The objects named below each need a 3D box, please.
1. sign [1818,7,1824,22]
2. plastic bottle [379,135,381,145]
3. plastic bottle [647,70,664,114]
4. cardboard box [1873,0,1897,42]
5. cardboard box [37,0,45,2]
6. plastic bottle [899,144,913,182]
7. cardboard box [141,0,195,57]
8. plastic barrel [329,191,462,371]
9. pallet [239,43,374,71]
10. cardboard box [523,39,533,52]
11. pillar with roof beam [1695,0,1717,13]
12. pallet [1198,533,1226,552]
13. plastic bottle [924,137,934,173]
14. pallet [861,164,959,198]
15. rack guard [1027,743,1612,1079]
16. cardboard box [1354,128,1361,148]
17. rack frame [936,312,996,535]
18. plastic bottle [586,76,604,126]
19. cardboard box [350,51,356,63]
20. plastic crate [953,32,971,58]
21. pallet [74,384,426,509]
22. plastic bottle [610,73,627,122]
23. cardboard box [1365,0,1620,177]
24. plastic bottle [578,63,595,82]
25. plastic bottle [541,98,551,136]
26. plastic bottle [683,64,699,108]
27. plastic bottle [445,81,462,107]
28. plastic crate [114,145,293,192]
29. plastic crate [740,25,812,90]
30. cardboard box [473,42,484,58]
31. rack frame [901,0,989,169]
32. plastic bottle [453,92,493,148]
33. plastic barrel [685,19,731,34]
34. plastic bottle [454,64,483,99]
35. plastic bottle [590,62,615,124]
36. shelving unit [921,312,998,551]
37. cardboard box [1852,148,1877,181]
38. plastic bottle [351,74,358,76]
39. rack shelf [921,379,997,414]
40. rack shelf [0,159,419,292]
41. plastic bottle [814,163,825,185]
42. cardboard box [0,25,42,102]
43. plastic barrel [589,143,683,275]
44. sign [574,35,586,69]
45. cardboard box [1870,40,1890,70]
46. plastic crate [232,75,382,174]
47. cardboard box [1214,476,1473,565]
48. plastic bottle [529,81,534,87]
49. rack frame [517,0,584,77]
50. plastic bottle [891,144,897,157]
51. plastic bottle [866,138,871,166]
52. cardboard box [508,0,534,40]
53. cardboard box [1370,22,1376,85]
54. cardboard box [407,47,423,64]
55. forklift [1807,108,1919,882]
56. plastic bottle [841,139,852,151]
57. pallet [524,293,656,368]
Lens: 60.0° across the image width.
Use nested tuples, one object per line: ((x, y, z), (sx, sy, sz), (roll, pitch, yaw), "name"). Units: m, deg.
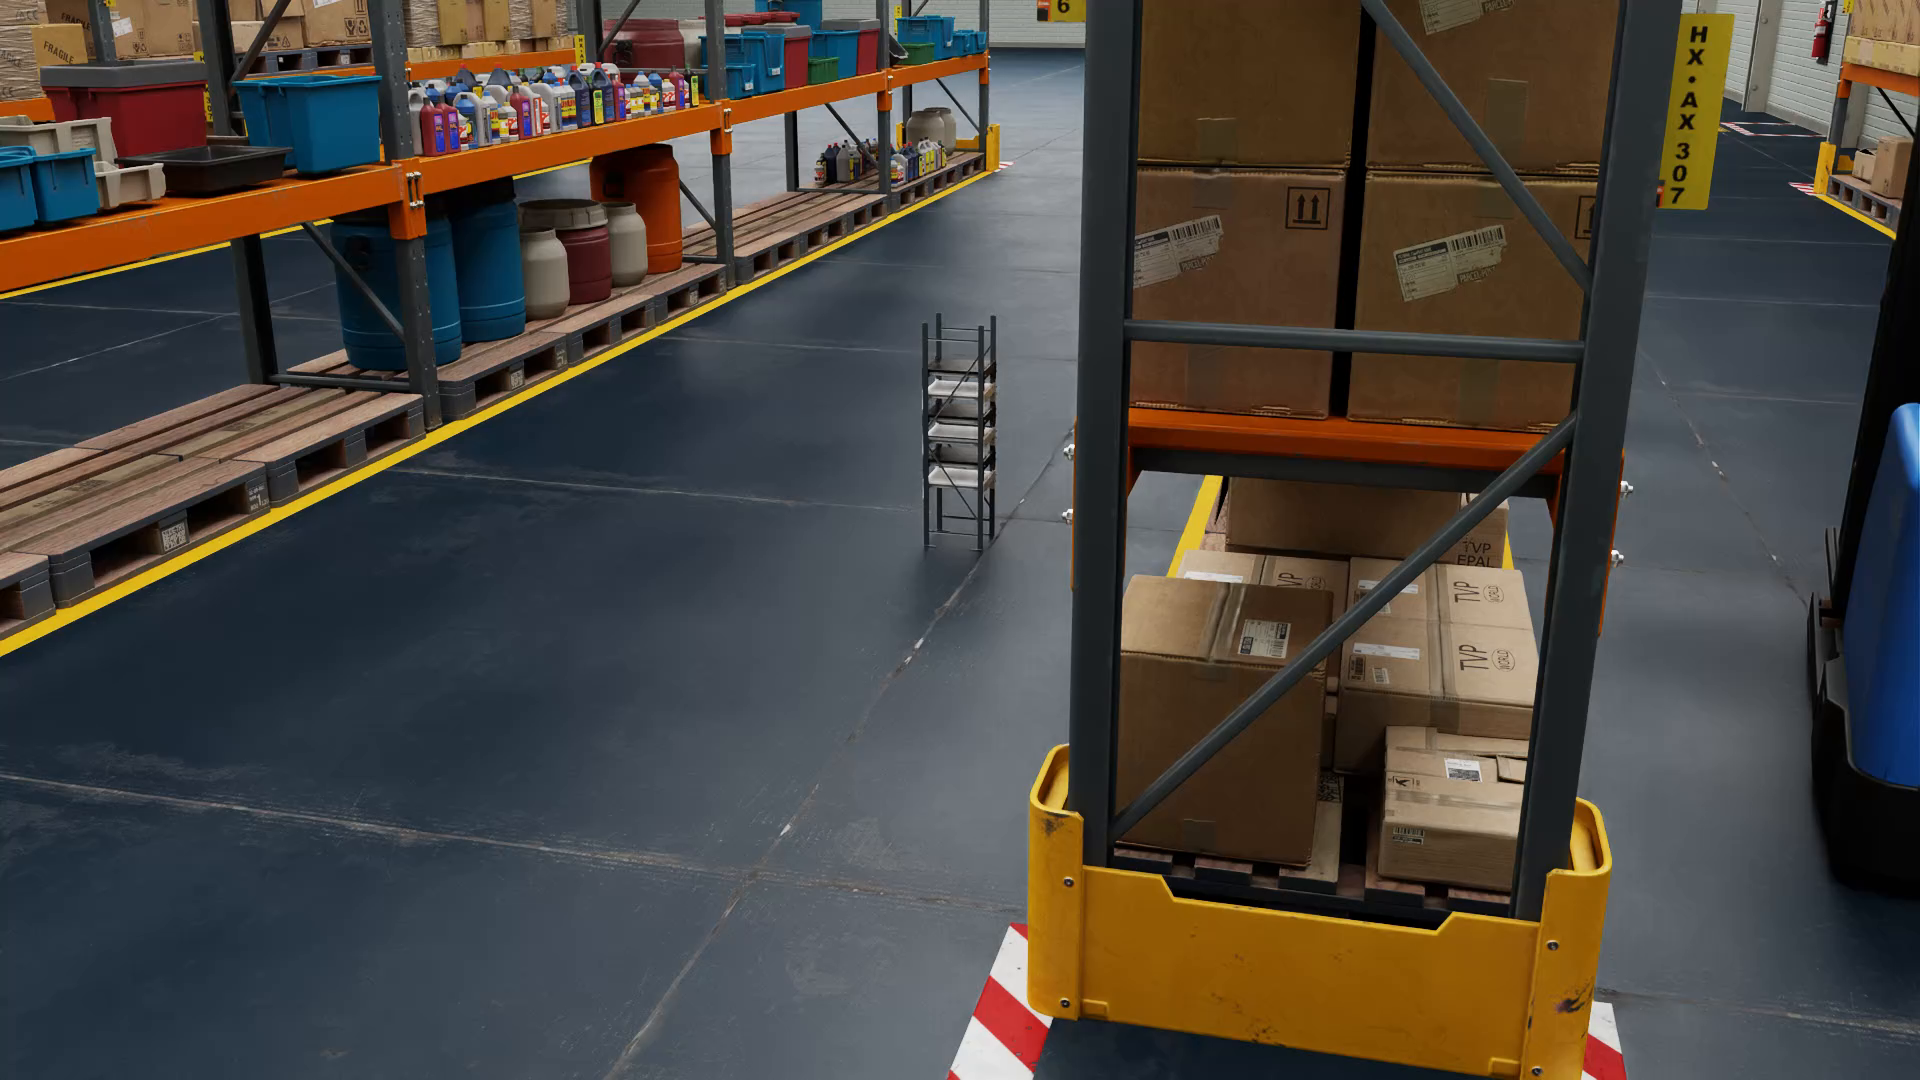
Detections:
((12.449, -7.538, 24.060), (0.001, 0.329, 0.234), (5, 19, 13), "sign")
((-3.102, -2.178, 8.731), (0.097, 0.201, 0.097), (0, 19, 0), "plastic bottle")
((-1.957, -2.877, 10.668), (0.097, 0.271, 0.097), (0, 19, 0), "plastic bottle")
((8.768, -4.843, 15.267), (0.500, 0.500, 0.500), (4, 19, 12), "cardboard box")
((-10.588, -6.211, 18.328), (0.875, 0.550, 0.550), (5, 19, 13), "cardboard box")
((-0.545, -3.695, 16.282), (0.144, 0.351, 0.185), (5, 20, 15), "plastic bottle")
((-6.793, -4.259, 13.711), (0.700, 0.500, 0.500), (8, 20, 21), "cardboard box")
((-2.950, -1.387, 8.705), (0.600, 0.901, 0.708), (5, 19, 13), "plastic barrel")
((-6.276, -4.592, 15.788), (1.003, 0.211, 1.213), (5, 19, 13), "pallet")
((-5.090, -5.627, 18.911), (0.380, 0.149, 0.250), (5, 19, 13), "cardboard box")
((10.330, -13.524, 32.361), (9.100, 9.000, 0.400), (5, 19, 13), "pillar with roof beam")
((1.238, 0.298, 5.488), (1.003, 0.211, 1.213), (5, 19, 13), "pallet")
((-0.350, -3.945, 17.016), (0.144, 0.351, 0.185), (5, 20, 16), "plastic bottle")
((-0.644, -3.791, 17.460), (1.003, 0.211, 1.213), (5, 19, 13), "pallet")
((0.744, 0.793, 3.593), (1.175, 0.500, 0.348), (5, 19, 13), "rack guard")
((0.694, -0.738, 4.054), (0.500, 0.500, 0.500), (5, 19, 14), "cardboard box")
((0.023, -0.455, 6.628), (0.240, 0.900, 0.006), (5, 19, 13), "rack frame")
((-2.164, -2.592, 9.817), (0.061, 0.283, 0.133), (5, 19, 13), "plastic bottle")
((-6.180, -4.883, 16.731), (0.380, 0.149, 0.250), (5, 19, 13), "cardboard box")
((-0.164, -5.320, 17.851), (0.499, 0.251, 0.408), (5, 19, 13), "plastic crate")
((-3.242, -0.459, 7.706), (1.003, 0.211, 1.213), (5, 19, 13), "pallet")
((-2.087, -2.692, 10.109), (0.061, 0.283, 0.133), (5, 19, 13), "plastic bottle")
((1.090, -1.005, 3.288), (0.500, 0.500, 0.500), (5, 20, 15), "cardboard box")
((-2.541, -3.097, 11.307), (0.152, 0.276, 0.135), (5, 19, 13), "plastic bottle")
((-2.336, -2.358, 9.257), (0.097, 0.201, 0.097), (0, 19, 0), "plastic bottle")
((-1.807, -3.050, 11.158), (0.061, 0.283, 0.133), (5, 19, 13), "plastic bottle")
((-2.889, -2.484, 9.518), (0.097, 0.271, 0.097), (0, 19, 0), "plastic bottle")
((-3.113, -1.539, 6.884), (0.437, 0.125, 0.590), (5, 19, 13), "plastic crate")
((-1.431, -3.779, 13.011), (0.402, 0.464, 0.583), (5, 19, 13), "plastic crate")
((-5.322, -5.230, 17.746), (0.380, 0.149, 0.250), (5, 19, 13), "cardboard box")
((-0.168, -5.774, 18.950), (1.000, 3.000, 0.127), (5, 19, 13), "rack frame")
((-2.528, -2.183, 8.631), (0.152, 0.276, 0.135), (5, 19, 13), "plastic bottle")
((-1.975, -3.790, 12.971), (0.421, 0.512, 0.421), (0, 19, 0), "plastic barrel")
((-2.923, -2.648, 9.877), (0.144, 0.351, 0.185), (5, 19, 13), "plastic bottle")
((-2.166, -2.678, 9.962), (0.144, 0.351, 0.185), (5, 19, 13), "plastic bottle")
((-0.002, -0.423, 6.535), (0.258, 0.900, 0.210), (5, 19, 13), "shelving unit")
((9.183, -3.717, 16.409), (0.500, 0.311, 0.500), (2, 19, 7), "cardboard box")
((-3.192, -2.303, 8.866), (0.144, 0.351, 0.185), (5, 19, 13), "plastic bottle")
((-0.002, -0.562, 6.487), (0.258, 0.077, 0.200), (5, 19, 13), "rack shelf")
((-3.588, -1.045, 6.220), (1.077, 0.370, 4.000), (5, 19, 13), "rack shelf")
((-1.359, -3.542, 16.066), (0.097, 0.201, 0.097), (0, 19, 0), "plastic bottle")
((-6.933, -3.375, 11.772), (0.500, 0.500, 0.500), (4, 19, 13), "cardboard box")
((-2.225, -2.283, 11.439), (0.600, 0.830, 0.708), (5, 19, 13), "plastic barrel")
((-2.657, -3.385, 11.704), (0.100, 0.325, 0.005), (5, 19, 13), "sign")
((8.769, -4.479, 15.360), (0.500, 0.250, 0.500), (4, 19, 13), "cardboard box")
((-2.883, -1.860, 7.424), (0.392, 0.384, 0.575), (5, 19, 13), "plastic crate")
((1.249, -0.058, 5.397), (0.797, 0.503, 0.637), (5, 19, 13), "cardboard box")
((-2.742, -2.841, 10.672), (0.097, 0.201, 0.097), (0, 19, 0), "plastic bottle")
((-4.971, -6.165, 20.096), (1.000, 3.000, 0.127), (5, 19, 13), "rack frame")
((-0.685, -3.706, 16.315), (0.144, 0.351, 0.185), (5, 19, 13), "plastic bottle")
((-0.986, -4.083, 17.523), (0.061, 0.283, 0.133), (5, 19, 14), "plastic bottle")
((-5.301, -5.863, 18.598), (0.875, 0.500, 0.500), (5, 19, 13), "cardboard box")
((1.189, -1.853, 5.771), (0.500, 0.500, 0.500), (4, 19, 12), "cardboard box")
((-5.604, -4.836, 16.593), (0.380, 0.149, 0.250), (5, 19, 13), "cardboard box")
((3.276, -0.885, 4.744), (1.130, 2.935, 3.031), (9, 21, 24), "forklift")
((-1.141, -3.861, 16.767), (0.144, 0.351, 0.185), (5, 19, 13), "plastic bottle")
((-2.575, -1.315, 10.211), (1.003, 0.211, 1.213), (5, 19, 13), "pallet")
